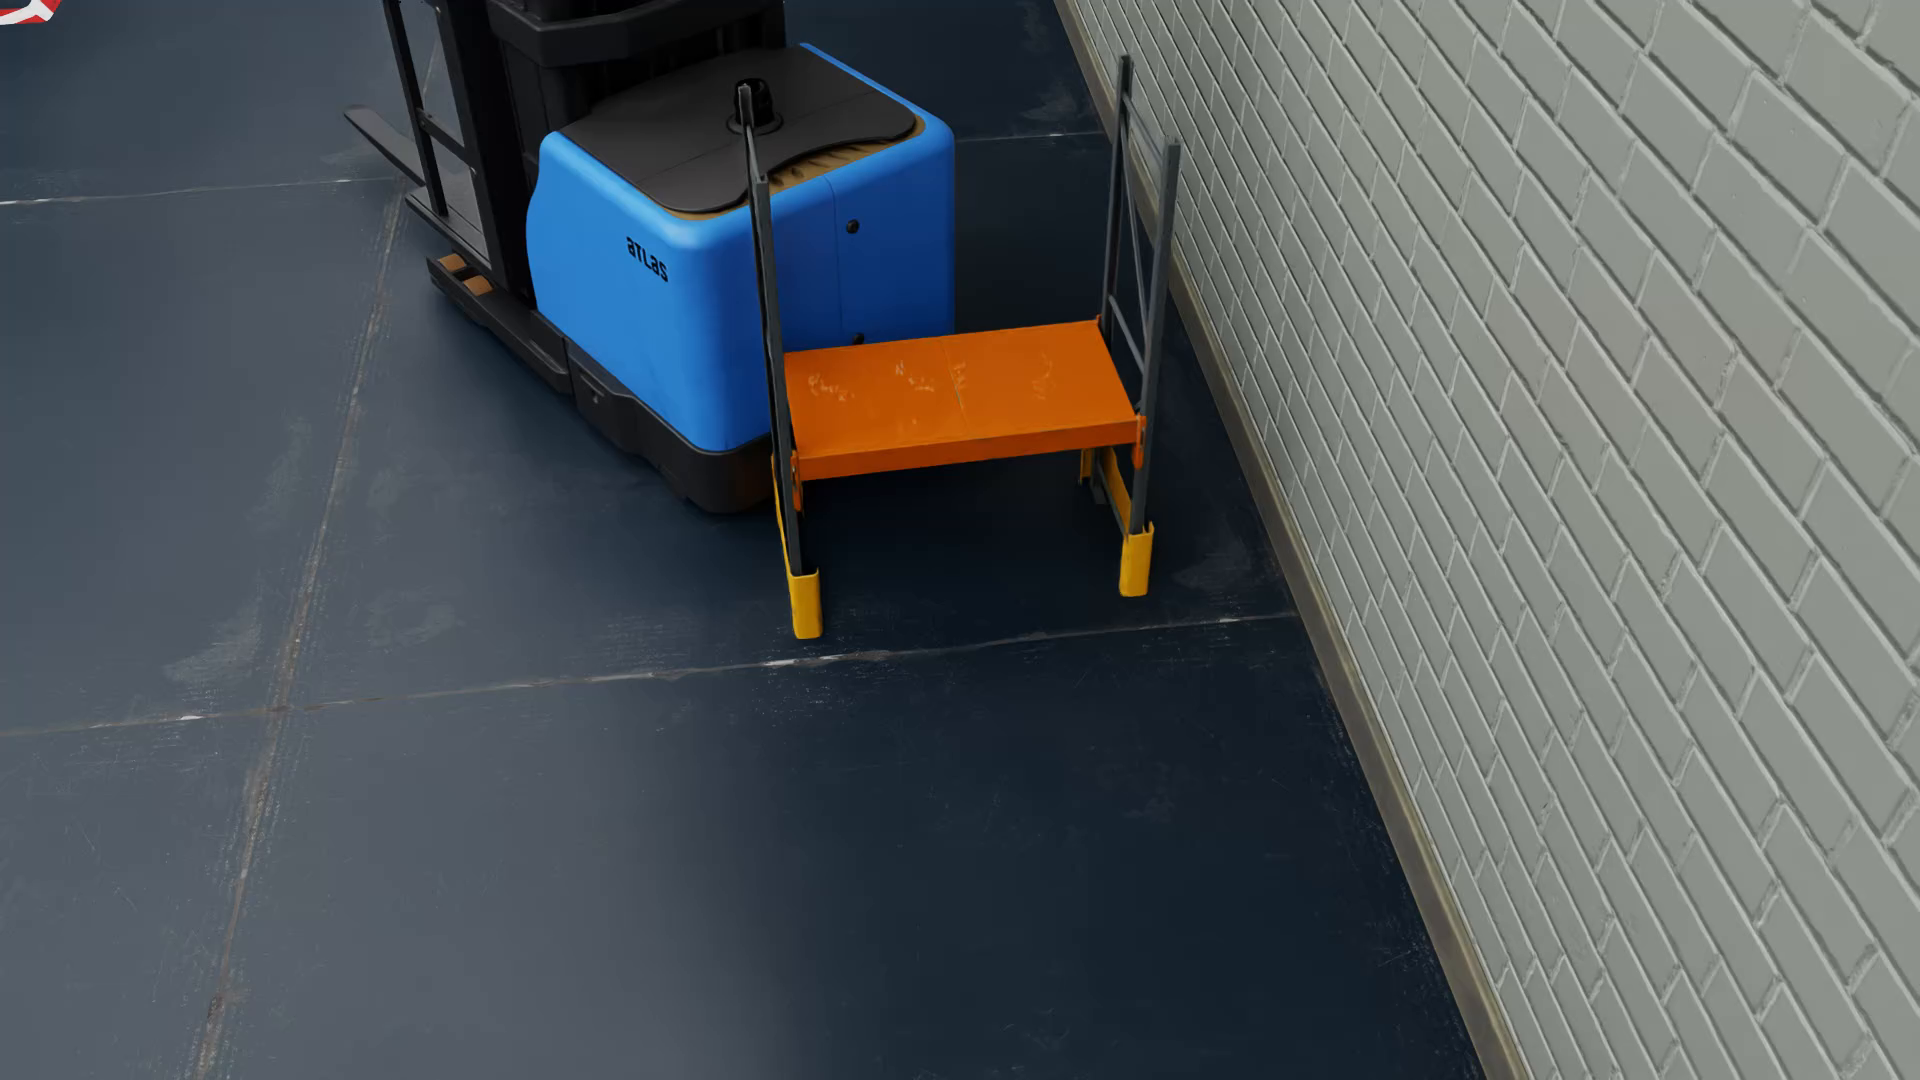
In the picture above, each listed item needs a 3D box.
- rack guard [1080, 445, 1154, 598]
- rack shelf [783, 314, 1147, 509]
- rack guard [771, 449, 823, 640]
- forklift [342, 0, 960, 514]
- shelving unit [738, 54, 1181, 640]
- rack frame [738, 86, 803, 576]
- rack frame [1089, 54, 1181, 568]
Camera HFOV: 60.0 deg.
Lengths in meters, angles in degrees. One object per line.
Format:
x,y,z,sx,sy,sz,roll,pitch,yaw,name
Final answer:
0.483,-0.114,5.190,0.087,0.250,0.587,-7,43,-8,rack guard
-0.016,-0.383,4.824,1.000,0.185,0.538,-7,43,-8,rack shelf
-0.497,0.006,5.056,0.087,0.250,0.587,-7,43,-8,rack guard
-1.335,-2.089,5.378,1.130,2.935,3.031,-30,50,-29,forklift
-0.007,-0.518,4.704,1.083,1.500,0.587,-7,43,-8,shelving unit
-0.516,-0.456,4.635,0.032,1.500,0.500,-7,43,-8,rack frame
0.484,-0.578,4.771,0.032,1.500,0.500,-7,43,-8,rack frame
